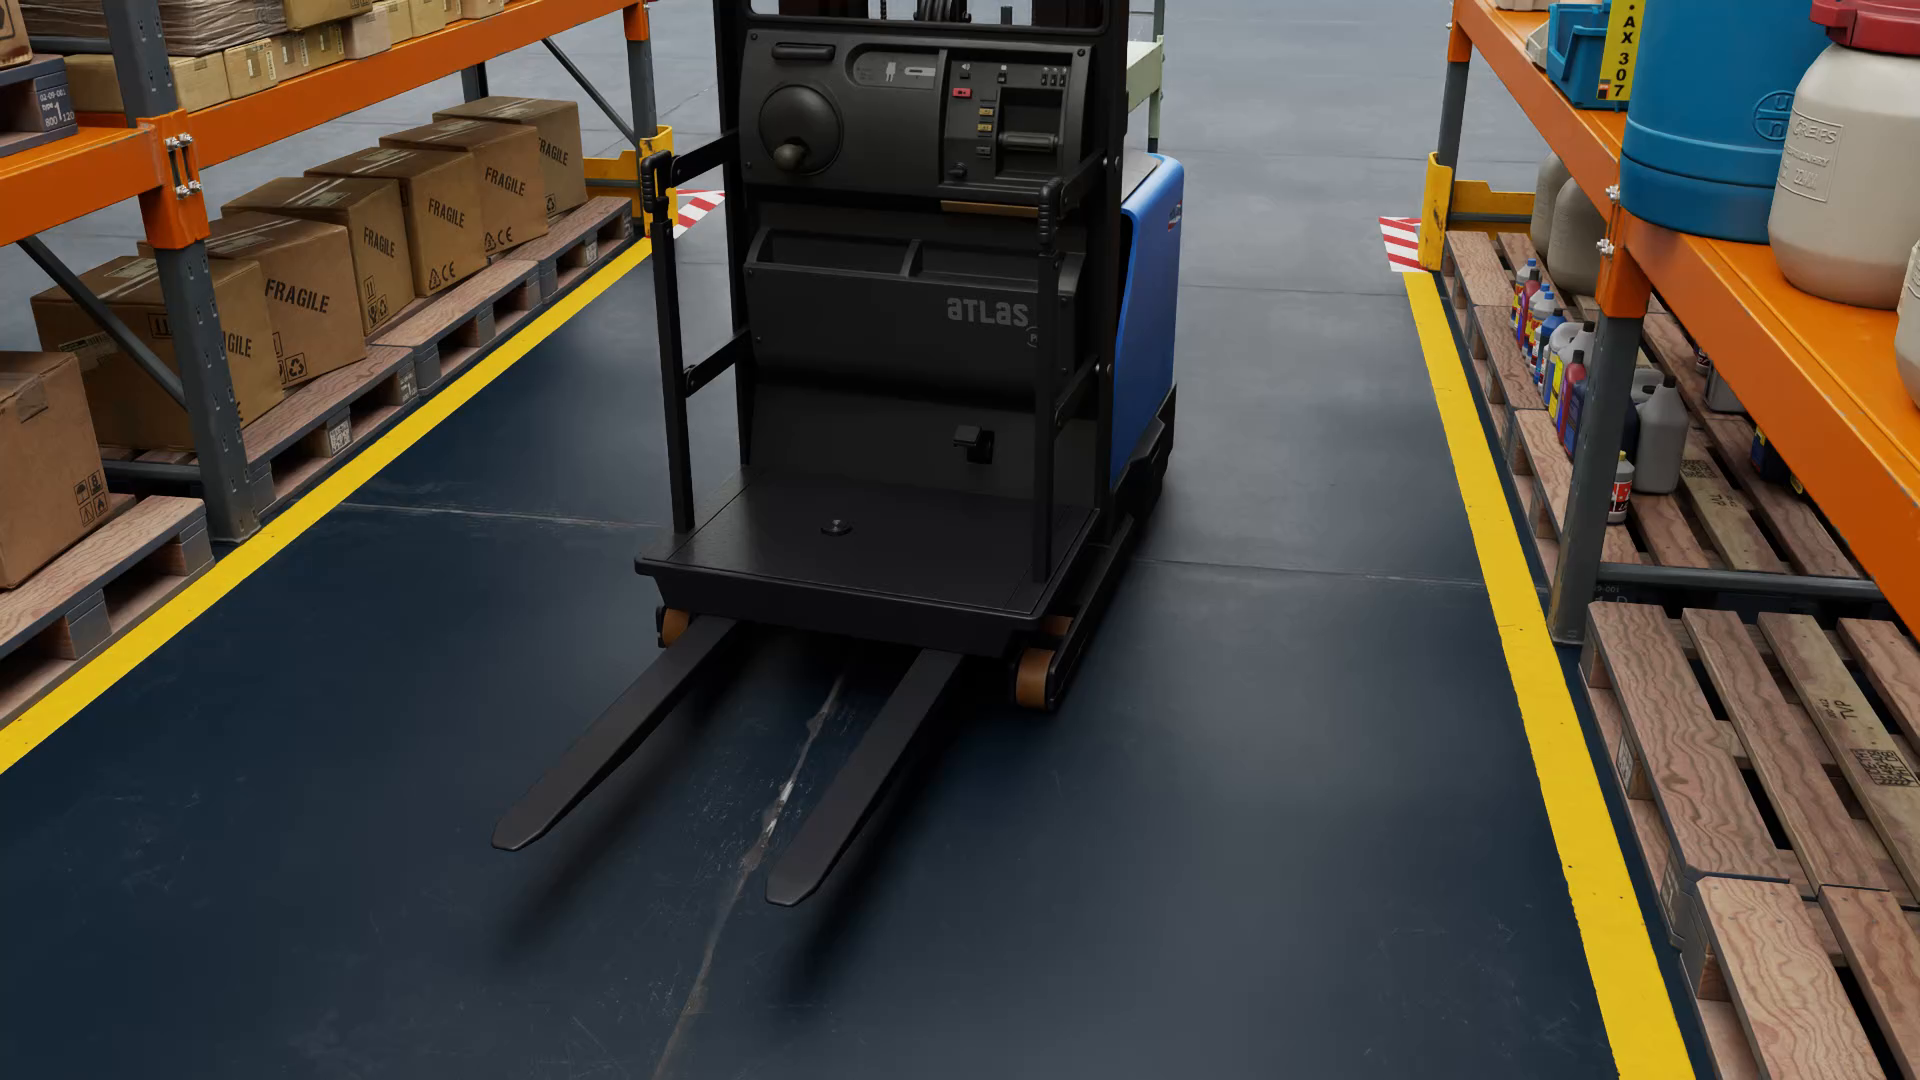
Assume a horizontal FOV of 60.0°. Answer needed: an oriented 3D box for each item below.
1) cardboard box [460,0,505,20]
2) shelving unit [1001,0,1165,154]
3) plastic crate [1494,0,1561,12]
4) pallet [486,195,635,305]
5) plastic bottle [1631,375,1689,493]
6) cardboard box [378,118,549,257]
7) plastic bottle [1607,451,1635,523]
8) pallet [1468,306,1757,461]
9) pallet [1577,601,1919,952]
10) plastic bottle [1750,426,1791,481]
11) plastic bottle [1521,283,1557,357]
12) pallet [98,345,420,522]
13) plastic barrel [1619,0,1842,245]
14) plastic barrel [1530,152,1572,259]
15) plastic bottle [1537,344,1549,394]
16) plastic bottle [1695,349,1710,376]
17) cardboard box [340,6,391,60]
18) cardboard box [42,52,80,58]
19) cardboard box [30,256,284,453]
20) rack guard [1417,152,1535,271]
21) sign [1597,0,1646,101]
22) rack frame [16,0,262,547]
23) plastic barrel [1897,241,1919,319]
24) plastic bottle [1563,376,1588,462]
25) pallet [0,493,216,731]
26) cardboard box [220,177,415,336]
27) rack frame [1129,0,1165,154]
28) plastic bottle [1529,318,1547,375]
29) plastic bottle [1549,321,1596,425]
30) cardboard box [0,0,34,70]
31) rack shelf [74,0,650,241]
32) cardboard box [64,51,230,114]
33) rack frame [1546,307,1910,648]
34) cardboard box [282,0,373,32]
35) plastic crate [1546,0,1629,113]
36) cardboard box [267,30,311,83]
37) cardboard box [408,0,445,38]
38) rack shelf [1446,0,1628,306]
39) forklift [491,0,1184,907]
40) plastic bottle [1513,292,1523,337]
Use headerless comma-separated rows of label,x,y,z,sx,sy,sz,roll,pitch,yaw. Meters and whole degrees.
cardboard box,-2.066,-2.190,6.687,0.380,0.149,0.250,4,25,9
shelving unit,0.438,-1.196,6.037,0.431,1.500,0.755,8,26,16
plastic crate,2.341,-2.257,6.846,0.298,0.136,0.250,4,25,9
pallet,-2.262,-1.440,8.077,1.003,0.211,1.213,4,25,9
plastic bottle,2.114,-0.335,5.033,0.144,0.351,0.185,4,25,9
cardboard box,-2.264,-1.618,7.621,0.500,0.500,0.500,11,27,22
plastic bottle,1.903,-0.161,4.838,0.097,0.201,0.097,0,25,0
pallet,2.499,-0.583,6.246,1.003,0.211,1.213,4,25,9
pallet,2.061,0.538,3.851,1.003,0.211,1.213,4,25,9
plastic bottle,2.550,-0.374,5.117,0.144,0.351,0.185,4,25,9
plastic bottle,2.145,-0.812,6.147,0.097,0.271,0.097,0,25,0
pallet,-2.661,-0.420,5.897,1.003,0.211,1.213,4,25,9
plastic barrel,1.789,-1.142,3.561,0.600,0.901,0.708,4,25,9
plastic barrel,2.772,-1.512,7.381,0.421,0.512,0.421,0,25,0
plastic bottle,2.078,-0.611,5.800,0.097,0.201,0.097,0,25,0
plastic bottle,2.720,-0.702,5.992,0.097,0.201,0.097,0,25,0
cardboard box,-2.224,-1.771,5.793,0.380,0.149,0.250,4,25,9
cardboard box,-2.940,-1.500,5.212,0.380,0.149,0.250,4,25,9
cardboard box,-2.631,-0.622,5.493,0.500,0.500,0.500,3,25,7
rack guard,2.838,-1.562,7.997,1.175,0.500,0.348,4,25,9
sign,1.610,-1.224,4.000,0.100,0.325,0.005,4,25,9
rack frame,-2.736,-1.399,4.701,1.000,3.000,0.127,4,25,9
plastic barrel,1.783,-0.450,2.837,0.301,0.262,0.301,0,25,0
plastic bottle,2.003,-0.425,5.225,0.144,0.351,0.185,3,25,6
pallet,-2.861,0.190,4.596,1.003,0.211,1.213,4,25,9
cardboard box,-2.521,-1.127,6.572,0.500,0.500,0.500,2,25,4
rack frame,0.548,-1.344,6.353,0.400,1.500,0.023,8,26,16
plastic bottle,2.112,-0.697,5.984,0.097,0.201,0.097,0,25,0
plastic bottle,2.056,-0.560,5.514,0.144,0.351,0.185,4,25,8
cardboard box,-3.004,-1.538,3.795,1.000,1.000,1.000,4,25,9
rack shelf,-2.409,-1.910,6.640,1.077,0.370,4.000,4,25,9
cardboard box,-2.404,-1.354,4.902,0.380,0.149,0.250,4,25,9
rack frame,2.151,-1.056,3.968,1.000,3.000,0.127,4,25,9
cardboard box,-2.485,-1.970,5.451,0.875,0.500,0.500,4,25,9
plastic crate,2.064,-1.470,5.028,0.499,0.251,0.616,4,25,9
cardboard box,-2.337,-1.565,5.351,0.380,0.149,0.250,4,25,9
cardboard box,-2.172,-1.983,6.244,0.380,0.149,0.250,4,25,9
rack shelf,2.478,-1.567,5.907,1.077,0.370,4.000,4,25,9
forklift,-0.188,-1.073,4.085,1.130,2.935,3.031,8,26,16
plastic bottle,2.184,-0.881,6.375,0.097,0.201,0.097,0,25,0
